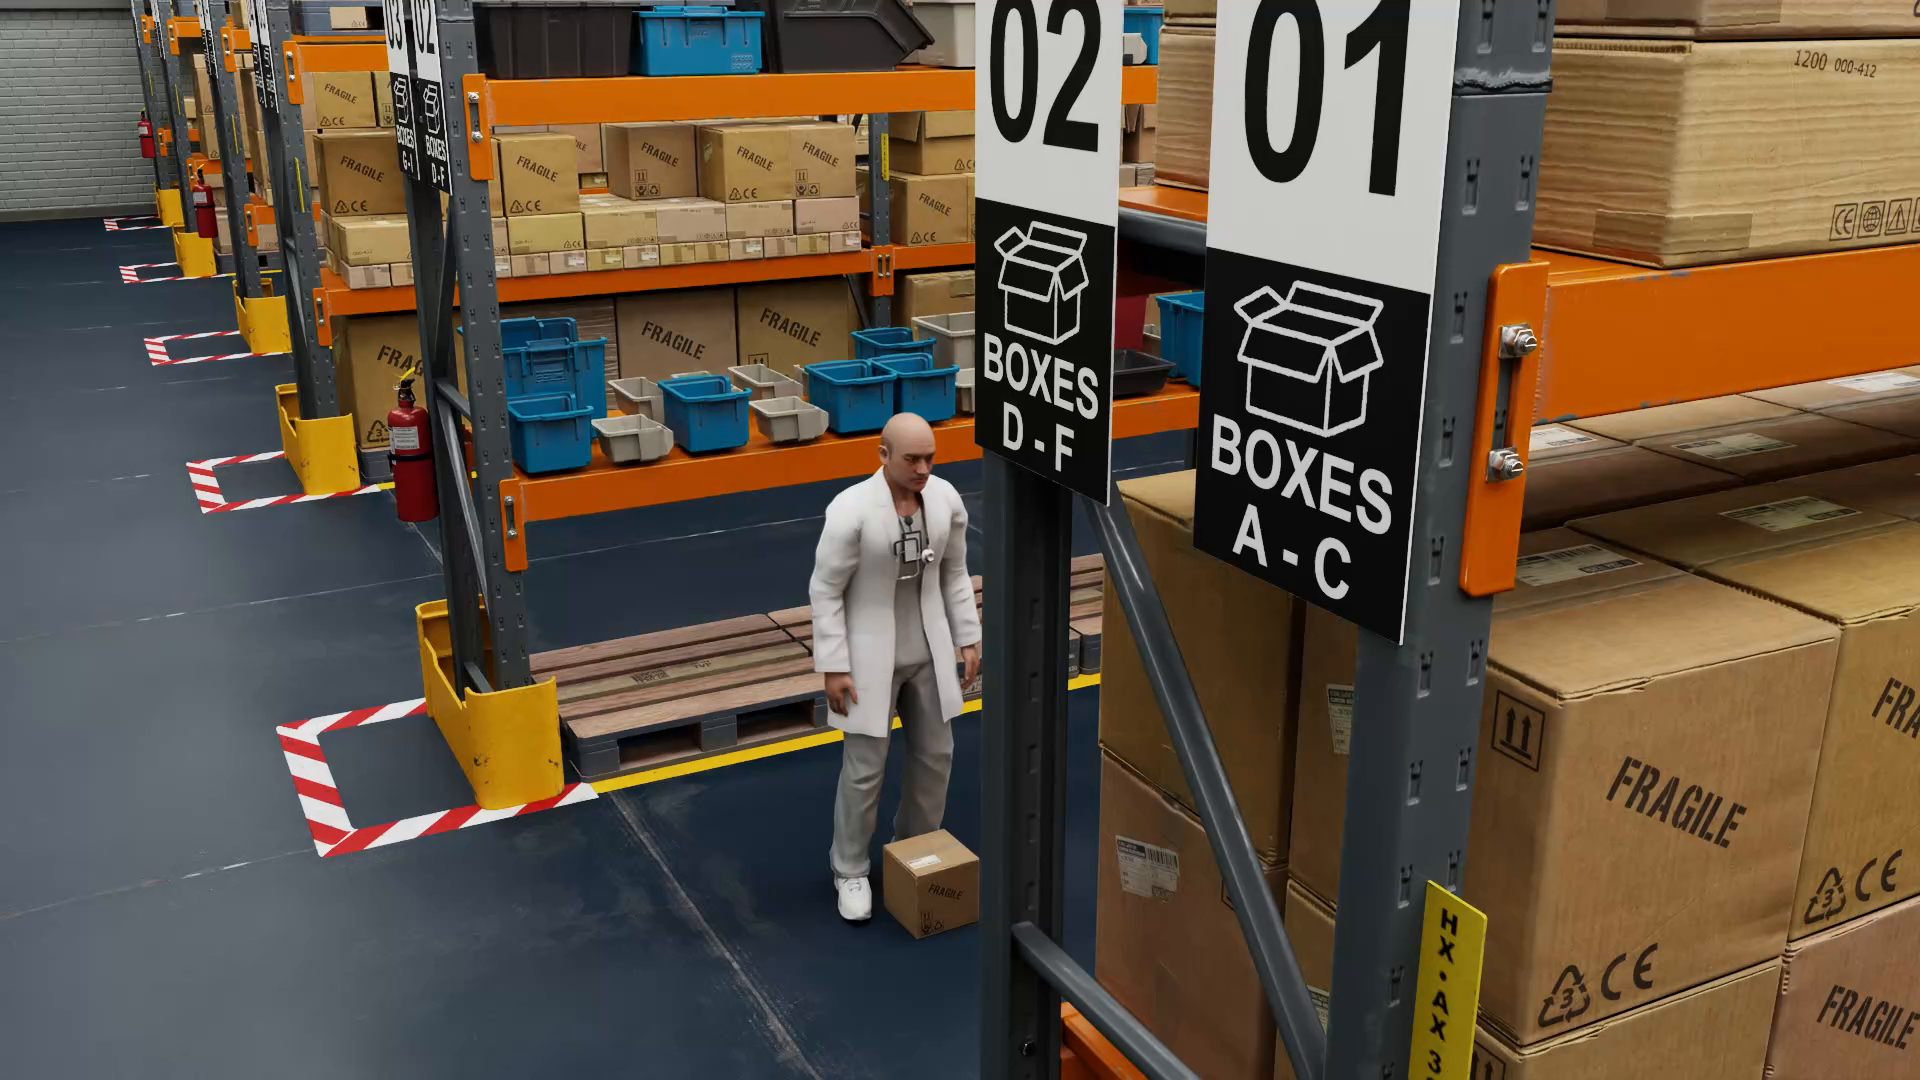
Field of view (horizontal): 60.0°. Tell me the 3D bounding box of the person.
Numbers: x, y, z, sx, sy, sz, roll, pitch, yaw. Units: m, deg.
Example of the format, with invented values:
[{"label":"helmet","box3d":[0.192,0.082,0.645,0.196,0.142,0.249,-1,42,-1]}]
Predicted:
[{"label":"person","box3d":[-0.215,0.415,5.819,0.656,1.775,0.417,-10,21,-29]}]
